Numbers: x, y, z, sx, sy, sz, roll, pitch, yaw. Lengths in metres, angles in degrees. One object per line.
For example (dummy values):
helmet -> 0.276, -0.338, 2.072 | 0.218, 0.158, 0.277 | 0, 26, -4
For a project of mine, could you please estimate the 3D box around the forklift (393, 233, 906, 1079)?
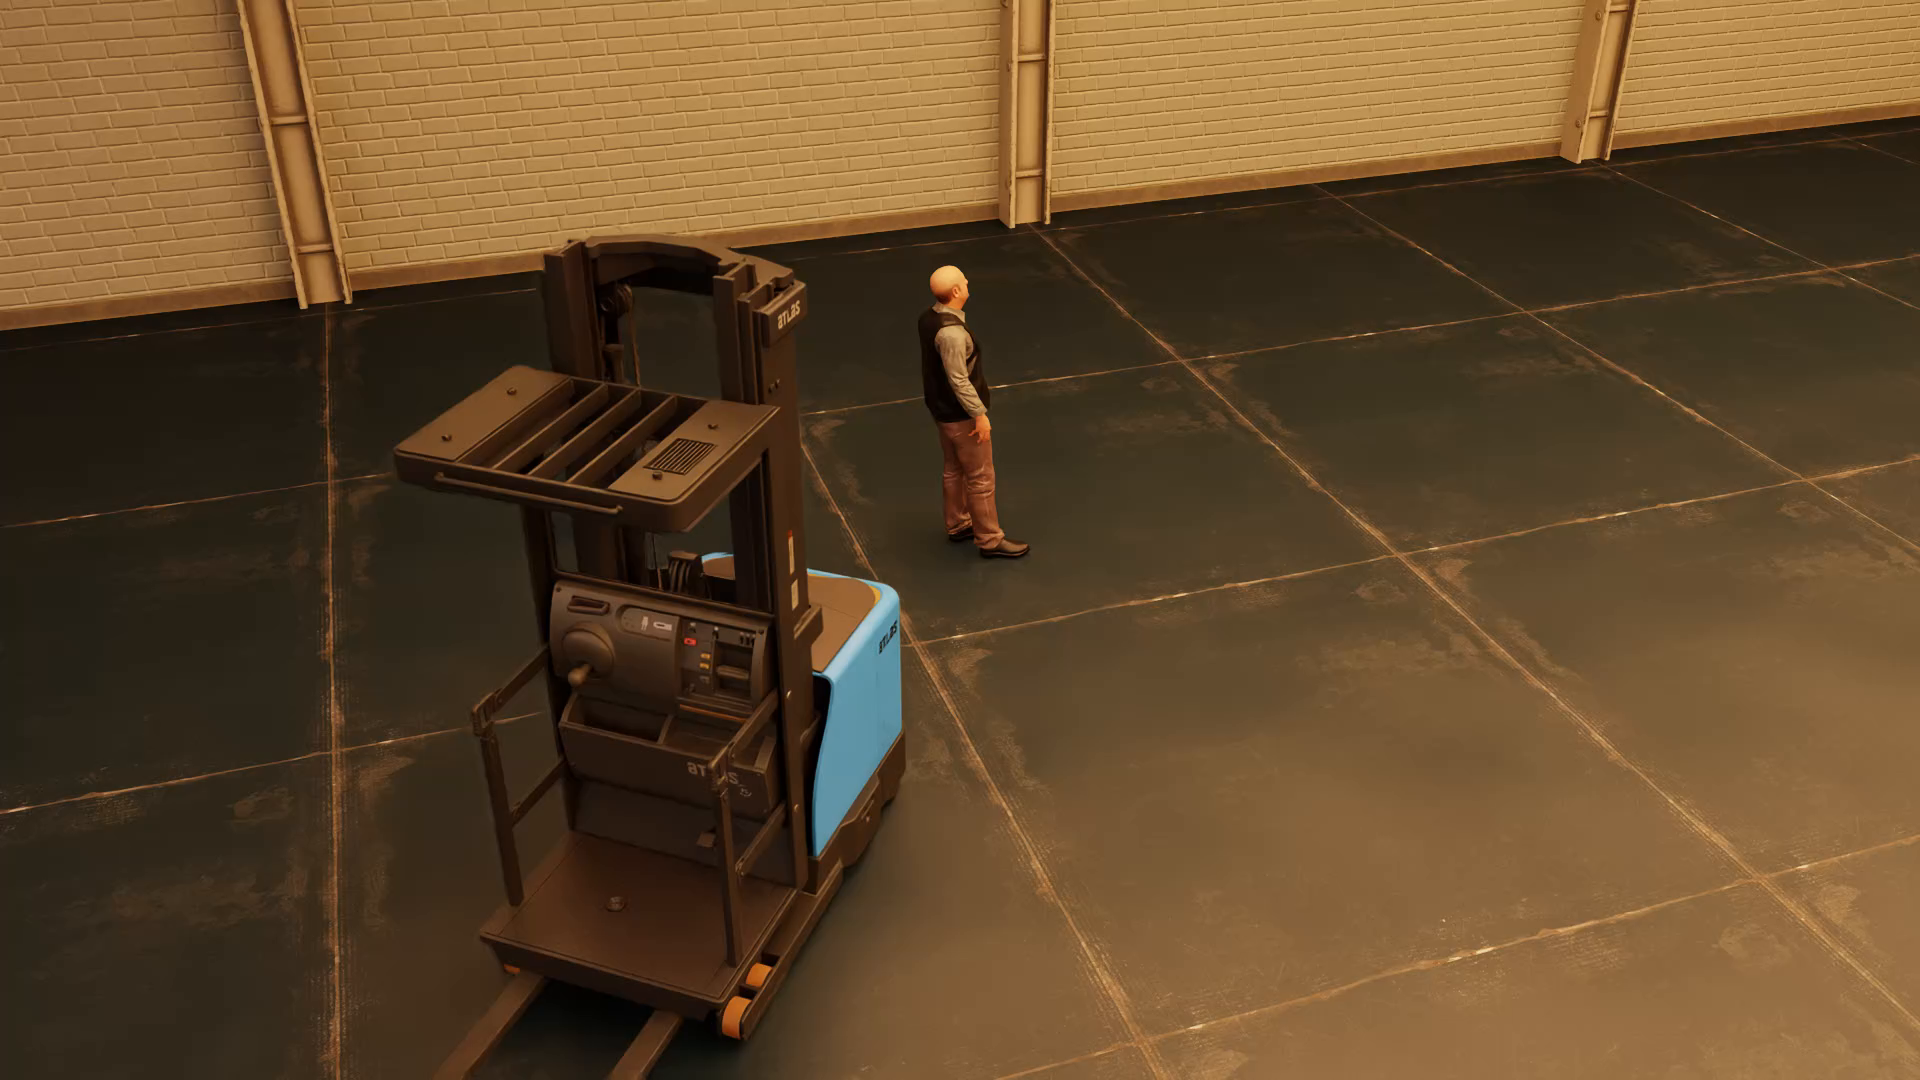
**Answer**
forklift -> -1.244, 0.473, 6.266 | 1.130, 2.935, 3.031 | 10, 32, 17

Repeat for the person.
person -> 0.061, -0.758, 9.603 | 0.568, 1.720, 0.632 | -10, 31, -16
